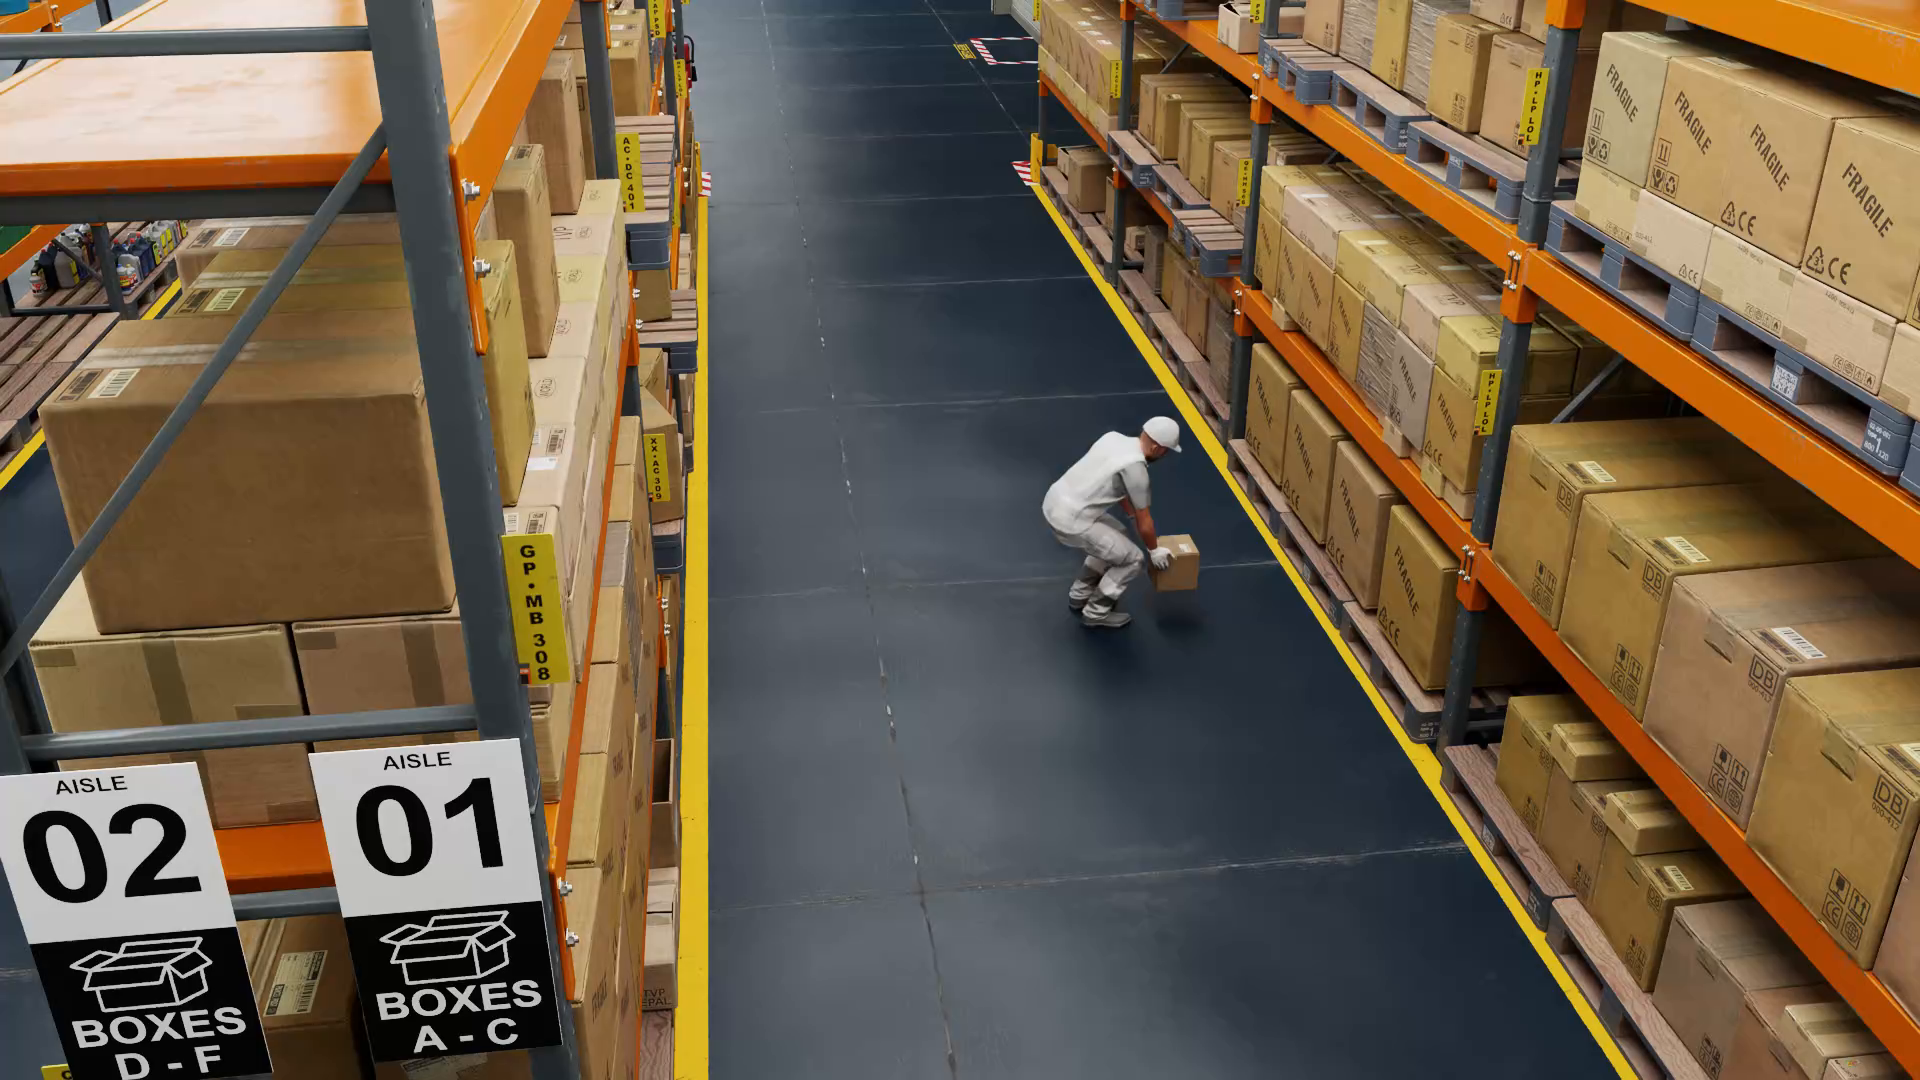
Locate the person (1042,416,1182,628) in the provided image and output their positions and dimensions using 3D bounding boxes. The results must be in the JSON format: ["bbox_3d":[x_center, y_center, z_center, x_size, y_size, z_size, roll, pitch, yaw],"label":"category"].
[{"bbox_3d":[0.901,-0.133,9.918,0.814,1.267,0.582,-4,27,-7],"label":"person"}]
